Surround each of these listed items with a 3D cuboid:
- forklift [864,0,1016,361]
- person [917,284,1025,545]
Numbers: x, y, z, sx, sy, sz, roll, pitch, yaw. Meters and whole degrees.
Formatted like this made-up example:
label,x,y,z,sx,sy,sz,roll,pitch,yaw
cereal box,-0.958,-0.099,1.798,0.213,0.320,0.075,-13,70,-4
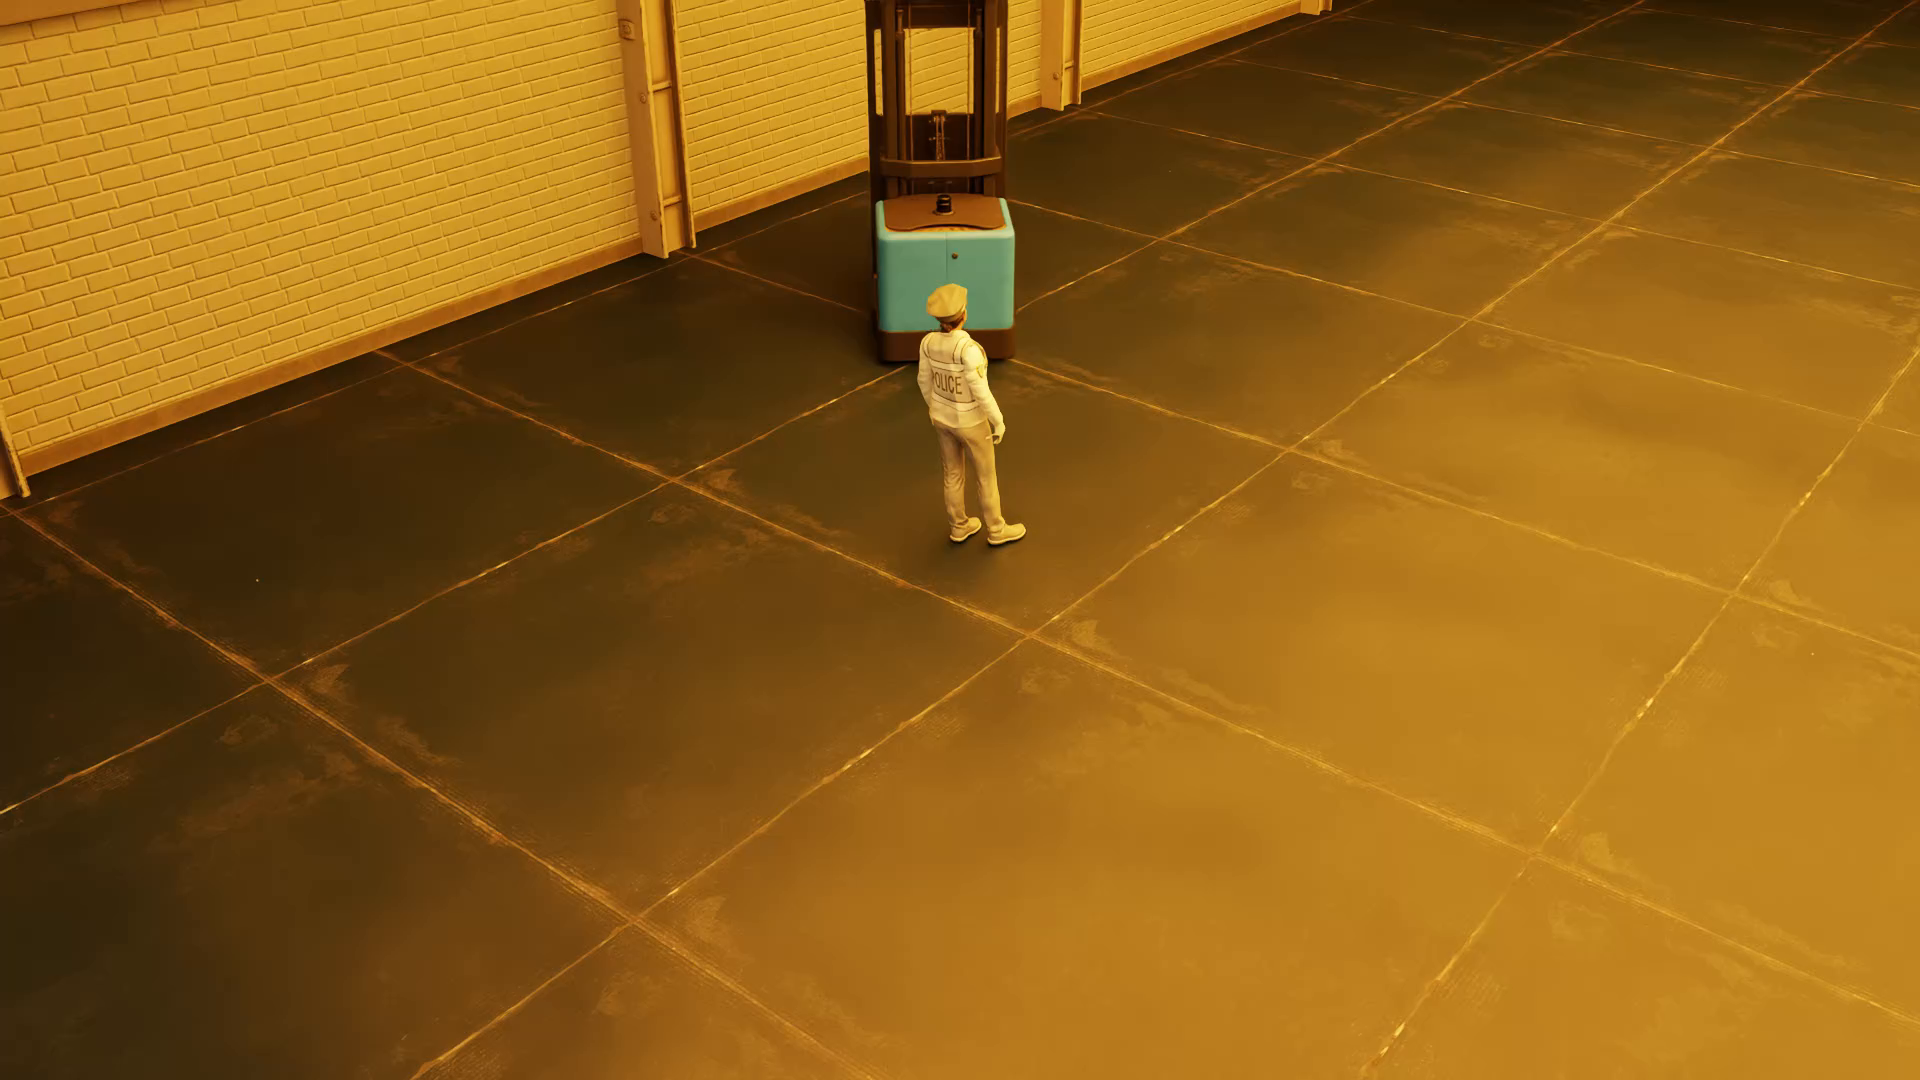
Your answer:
label,x,y,z,sx,sy,sz,roll,pitch,yaw
forklift,-0.193,-3.342,13.315,1.130,2.935,3.031,-2,30,-3
person,0.048,-0.763,10.112,0.587,1.695,0.531,22,37,33
